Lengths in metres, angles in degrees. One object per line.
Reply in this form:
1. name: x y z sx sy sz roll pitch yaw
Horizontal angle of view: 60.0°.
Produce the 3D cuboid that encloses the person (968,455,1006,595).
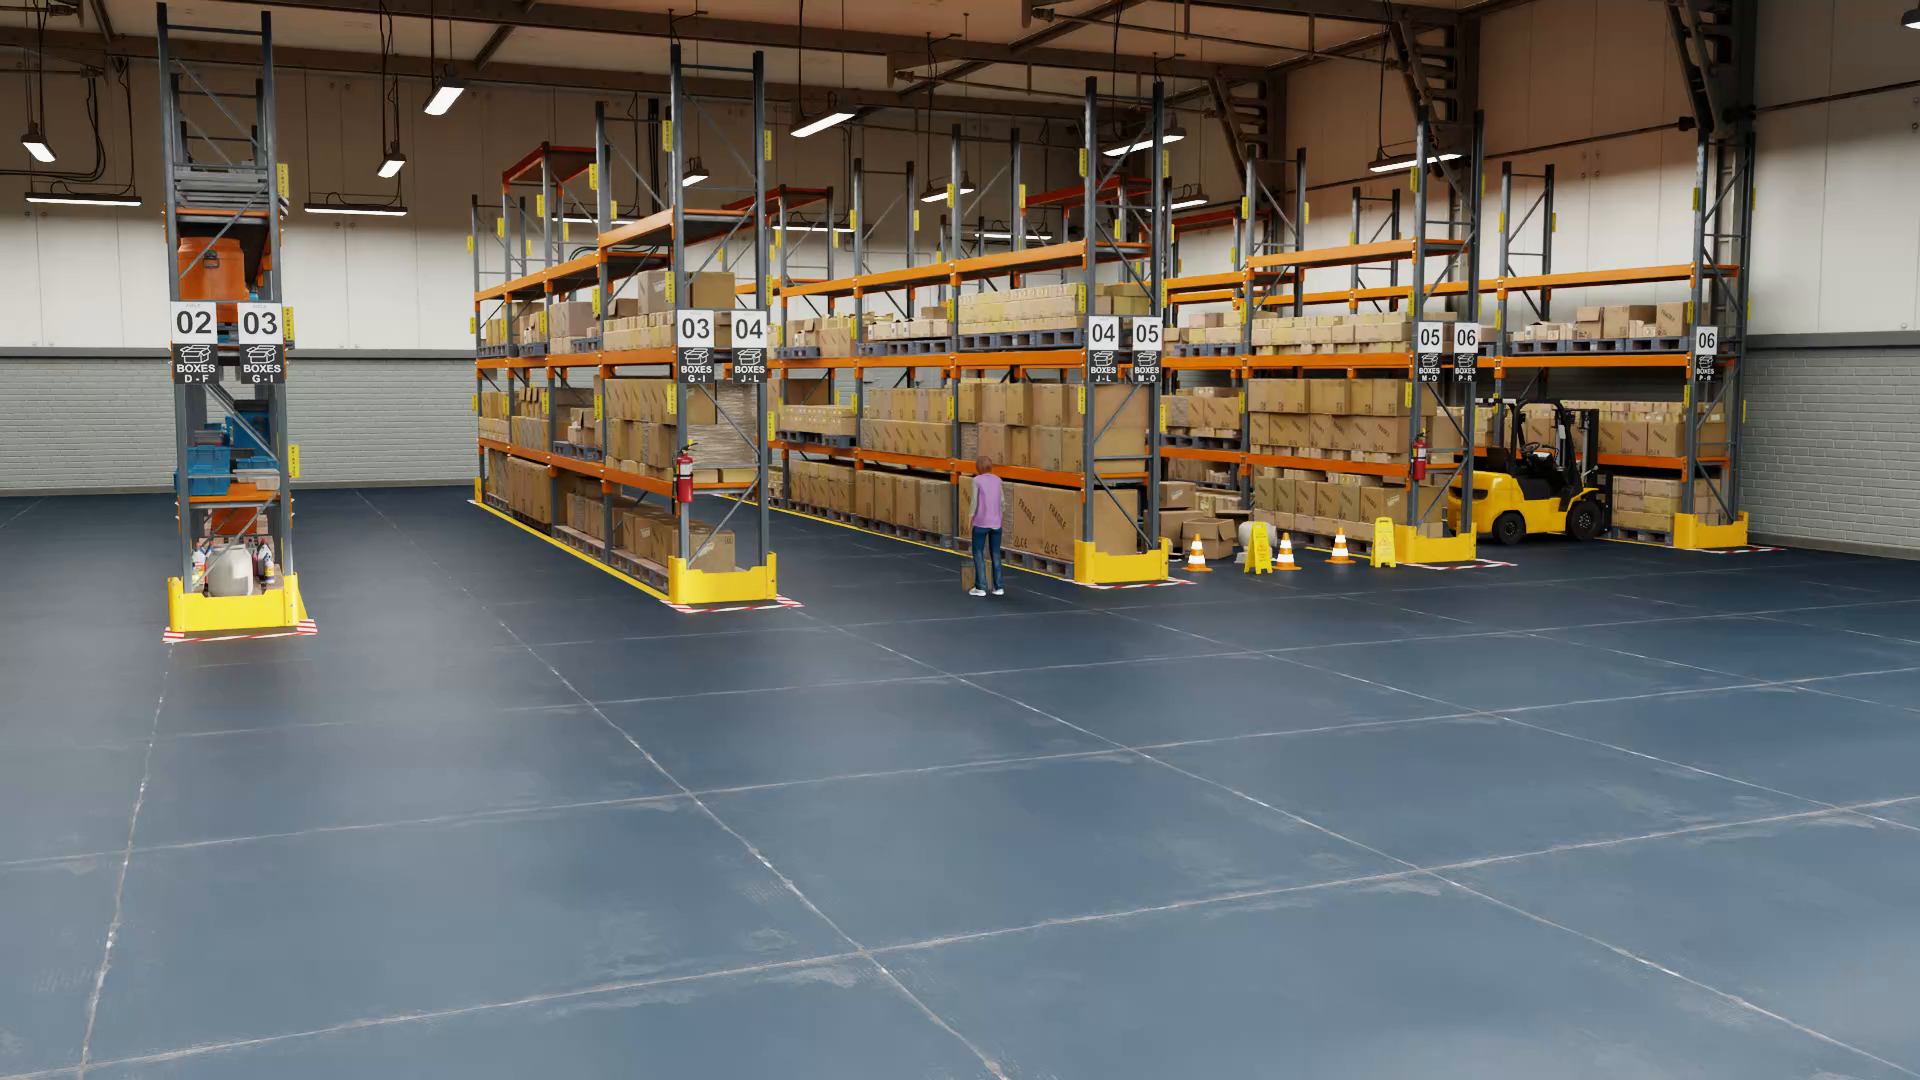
1. person: 0.302 -0.163 18.867 0.459 1.594 0.343 -3 6 -26
